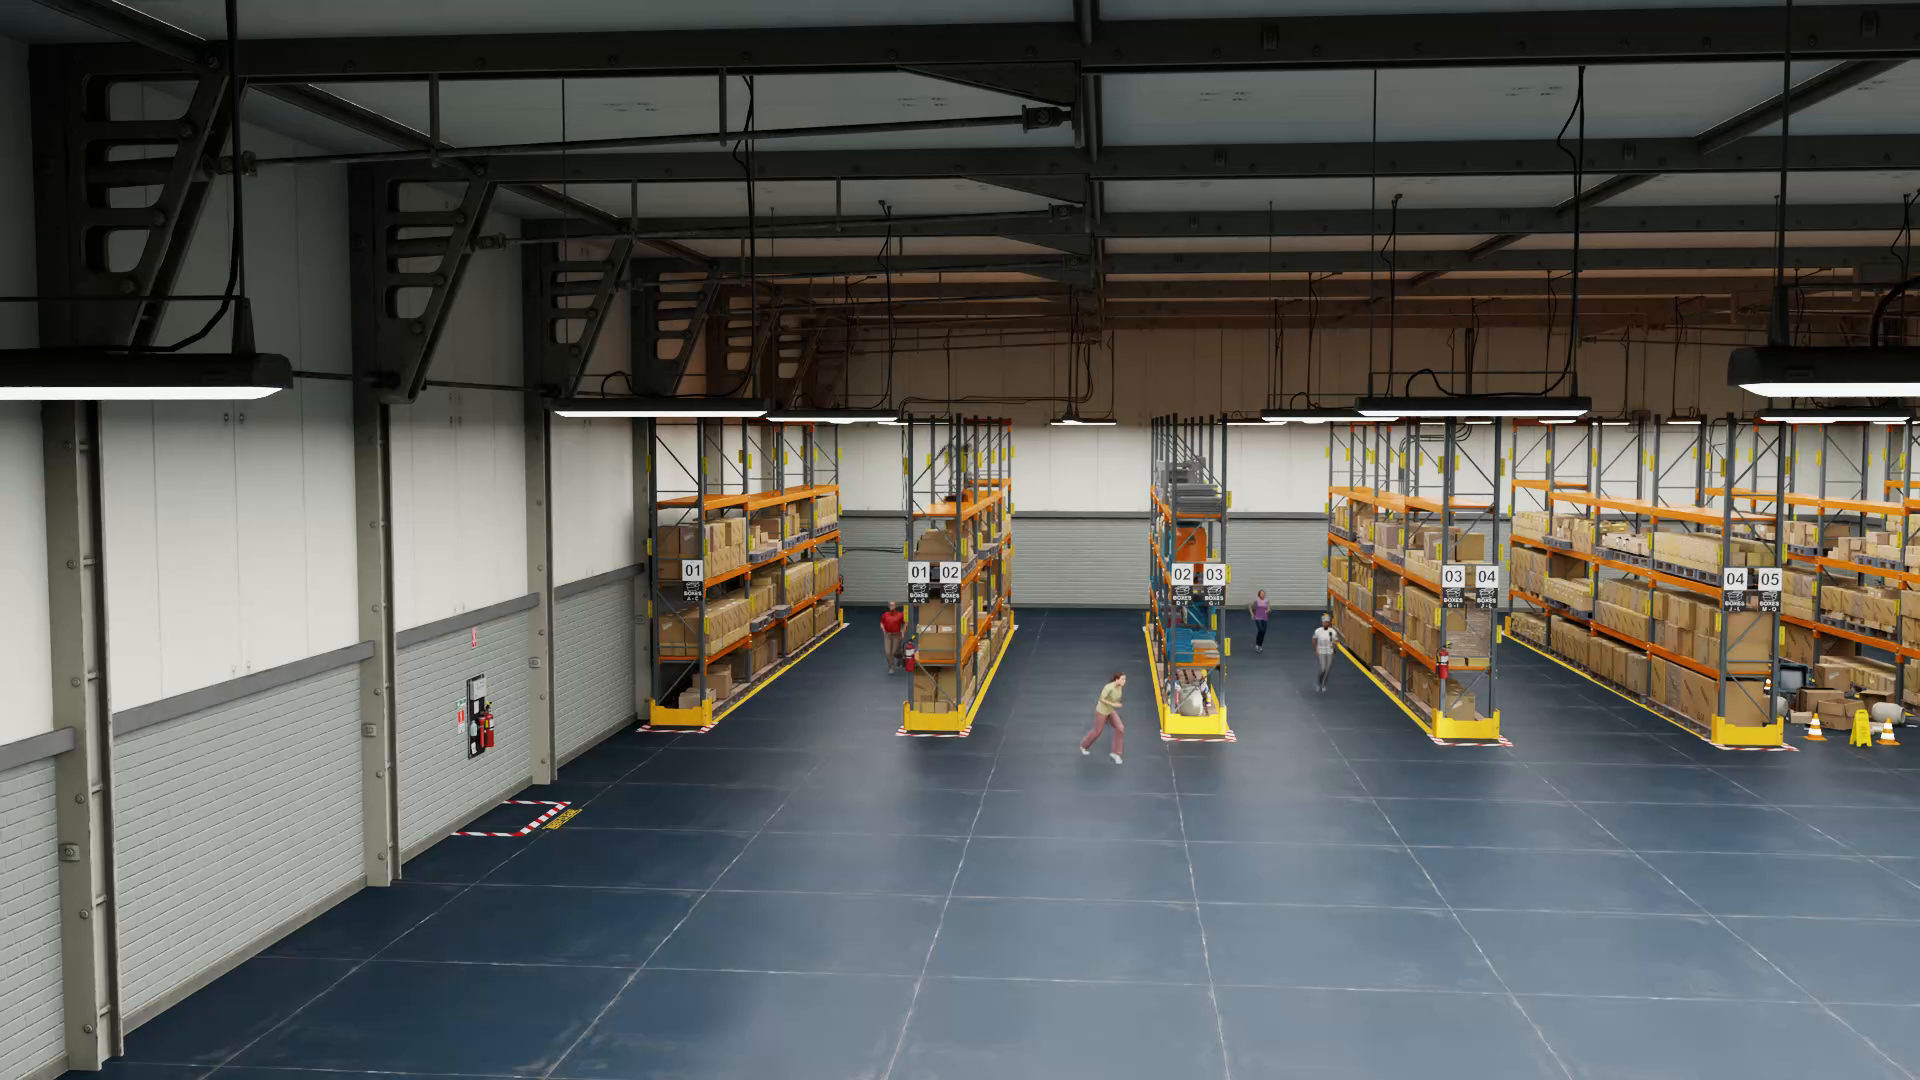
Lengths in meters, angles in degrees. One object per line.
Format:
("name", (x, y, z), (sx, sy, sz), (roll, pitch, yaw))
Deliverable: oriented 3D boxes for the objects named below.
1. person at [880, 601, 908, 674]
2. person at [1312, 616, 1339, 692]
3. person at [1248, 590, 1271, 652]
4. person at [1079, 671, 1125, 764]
("person", (-1.568, 2.280, 38.900), (0.665, 1.682, 0.603), (1, 4, 10))
("person", (7.908, 2.472, 35.935), (0.554, 1.667, 0.632), (0, 4, 5))
("person", (7.693, 2.061, 42.506), (0.505, 1.592, 0.662), (-1, 4, -12))
("person", (2.456, 3.027, 28.664), (0.954, 1.625, 0.619), (3, 5, 39))
